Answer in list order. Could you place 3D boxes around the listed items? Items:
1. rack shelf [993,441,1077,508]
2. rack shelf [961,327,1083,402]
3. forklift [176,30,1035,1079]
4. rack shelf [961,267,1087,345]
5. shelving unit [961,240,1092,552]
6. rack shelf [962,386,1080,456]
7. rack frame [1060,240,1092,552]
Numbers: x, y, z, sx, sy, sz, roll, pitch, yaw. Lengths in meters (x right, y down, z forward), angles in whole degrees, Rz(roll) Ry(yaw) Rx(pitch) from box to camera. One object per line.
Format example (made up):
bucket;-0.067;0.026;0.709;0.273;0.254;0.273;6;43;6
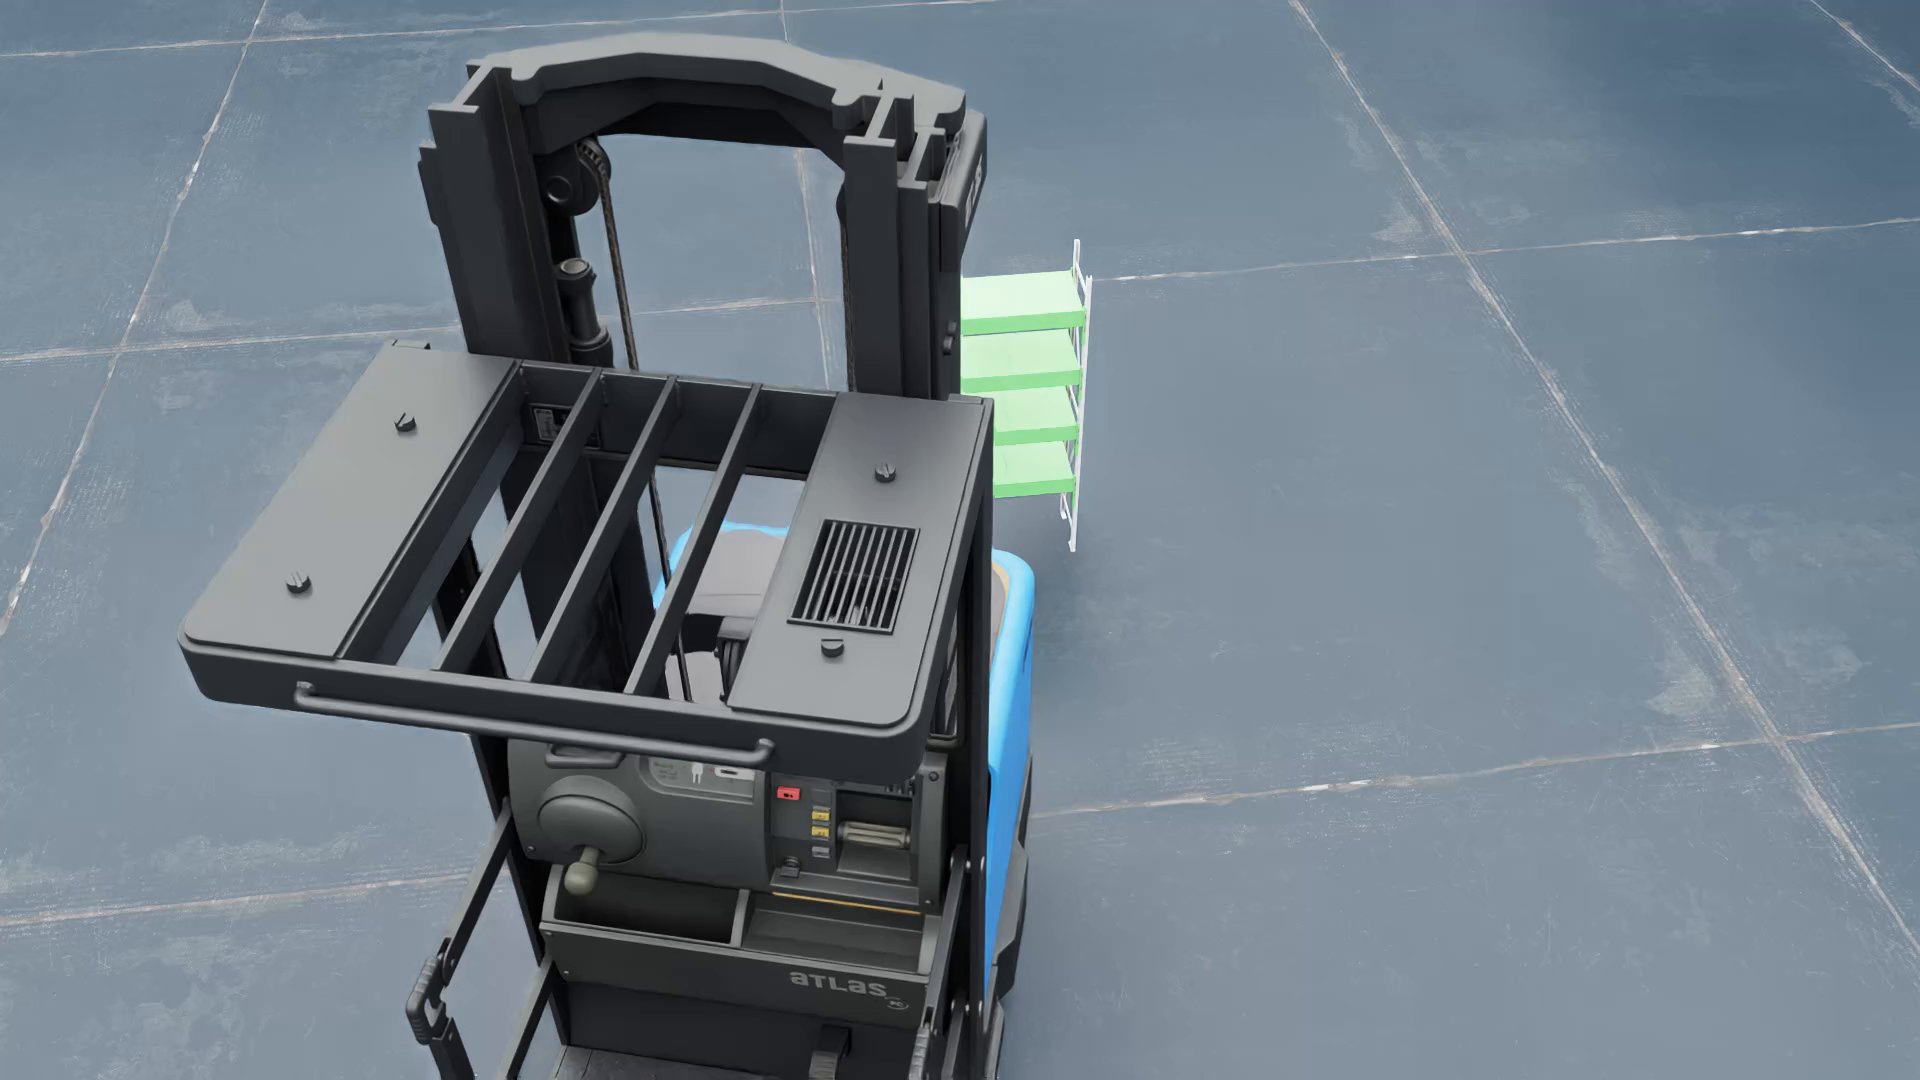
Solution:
rack shelf;0.164;-0.234;6.068;0.480;0.148;0.258;-5;42;-6
rack shelf;0.164;-0.591;5.746;0.480;0.148;0.258;-5;42;-6
forklift;-0.525;0.667;3.323;1.130;2.935;3.031;6;42;7
rack shelf;0.164;-0.769;5.585;0.480;0.148;0.258;-5;42;-6
shelving unit;0.164;-0.460;5.864;0.503;1.200;0.258;-5;42;-6
rack shelf;0.164;-0.412;5.907;0.480;0.148;0.258;-5;42;-6
rack frame;0.406;-0.481;5.888;0.015;1.200;0.240;-5;42;-6
